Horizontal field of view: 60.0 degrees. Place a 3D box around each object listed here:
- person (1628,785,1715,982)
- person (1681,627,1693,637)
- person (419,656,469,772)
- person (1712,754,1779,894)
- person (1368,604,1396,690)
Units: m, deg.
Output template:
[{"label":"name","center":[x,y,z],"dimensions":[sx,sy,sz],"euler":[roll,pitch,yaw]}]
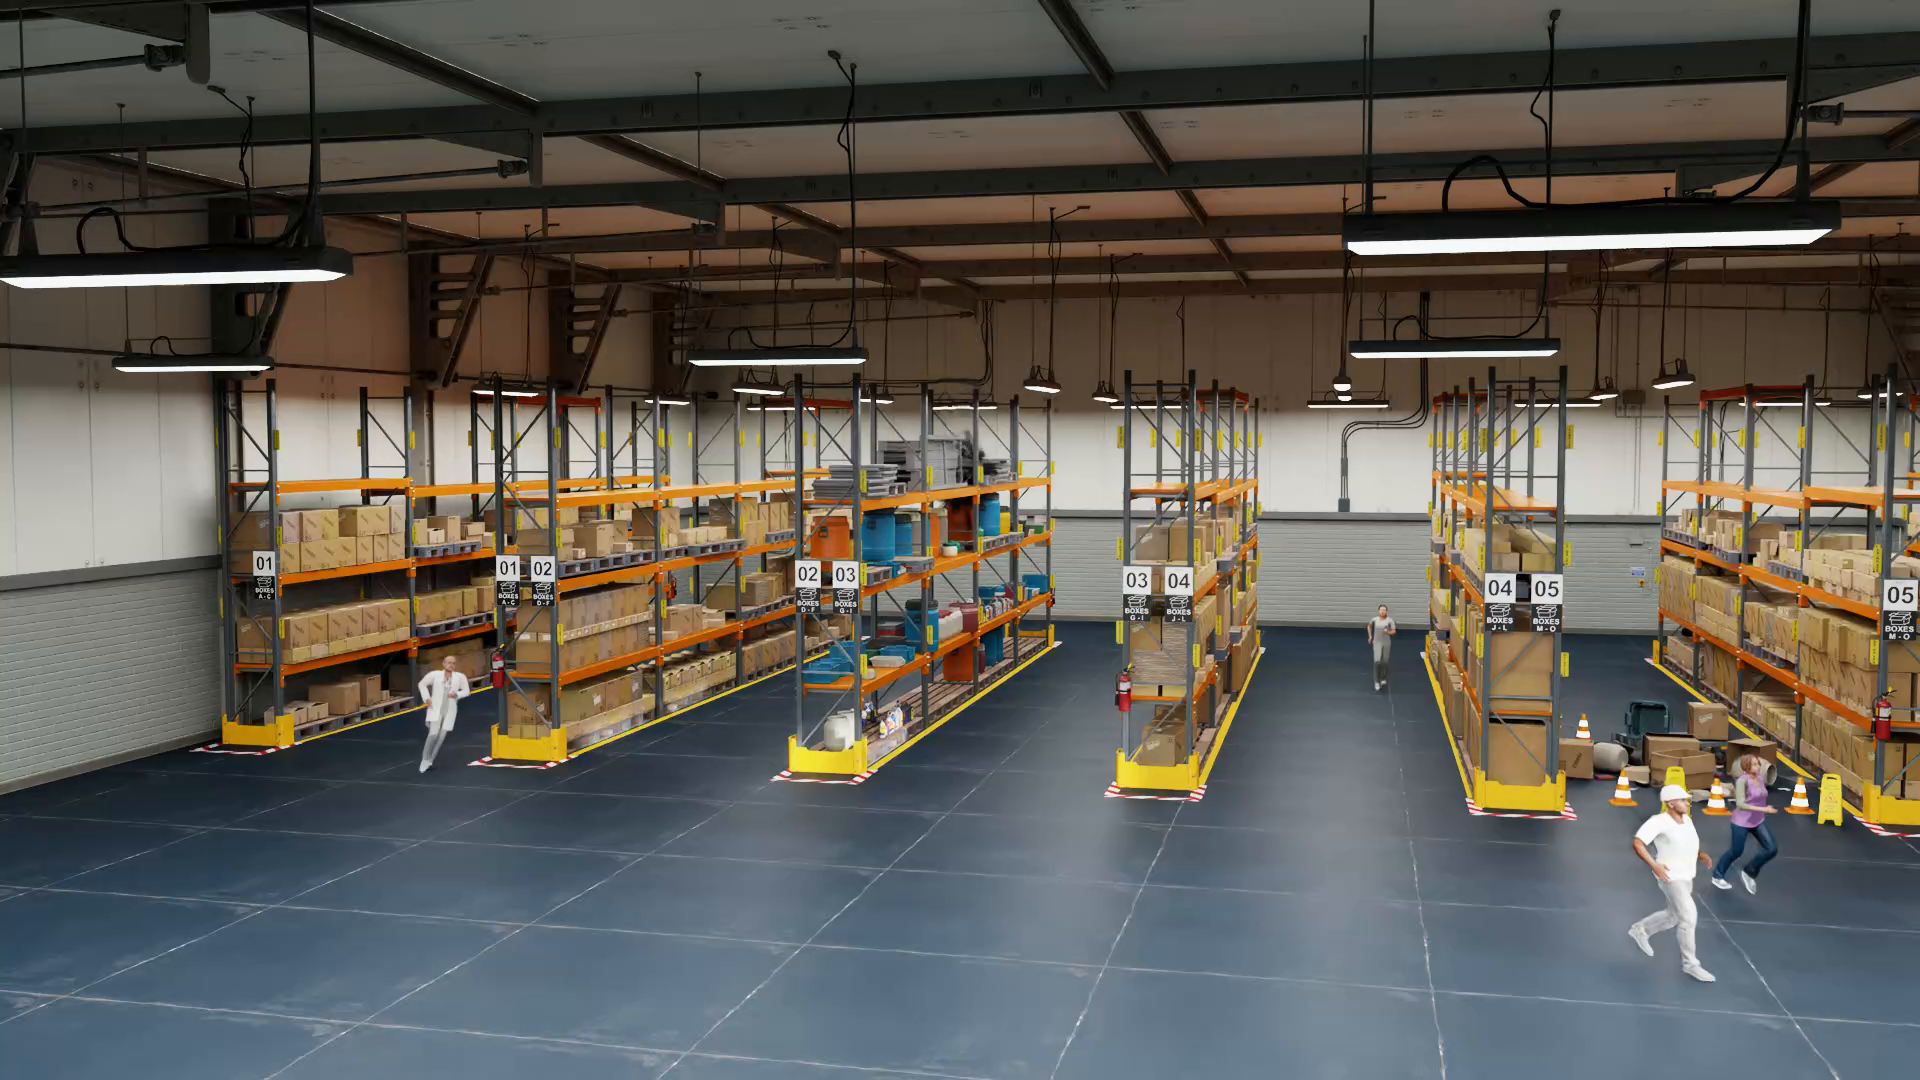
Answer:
[{"label":"person","center":[6.696,3.172,15.634],"dimensions":[0.704,1.766,0.896],"euler":[-3,4,-40]},{"label":"person","center":[16.826,1.883,38.238],"dimensions":[0.618,1.627,0.756],"euler":[-3,5,-42]},{"label":"person","center":[-7.883,2.636,25.340],"dimensions":[0.753,1.752,0.685],"euler":[-2,4,-28]},{"label":"person","center":[8.646,3.101,18.206],"dimensions":[0.551,1.552,0.789],"euler":[-1,4,-23]},{"label":"person","center":[8.508,2.153,33.548],"dimensions":[0.538,1.722,0.753],"euler":[1,3,11]}]
